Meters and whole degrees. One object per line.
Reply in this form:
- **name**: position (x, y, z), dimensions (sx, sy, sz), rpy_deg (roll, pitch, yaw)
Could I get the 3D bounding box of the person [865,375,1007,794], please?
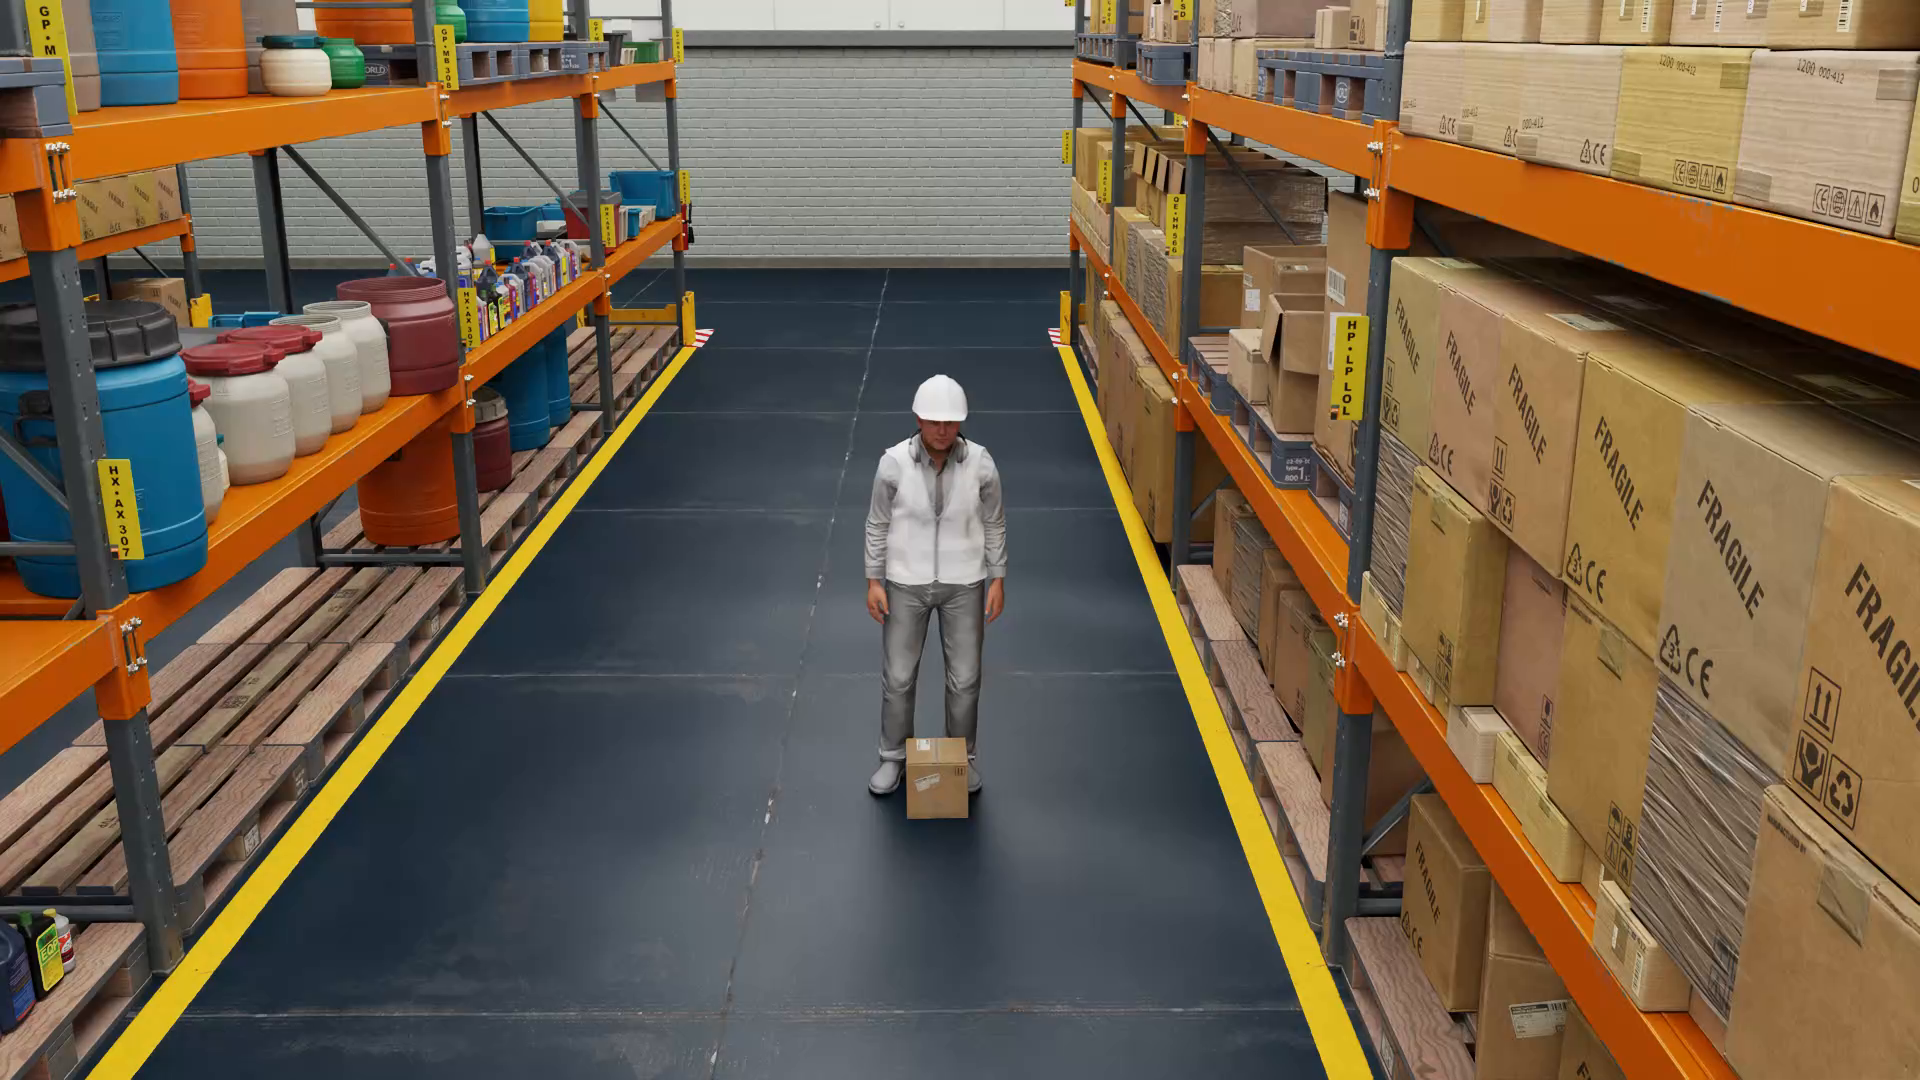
- **person**: position (-0.099, 0.181, 6.904), dimensions (0.590, 1.772, 0.459), rpy_deg (-1, 17, -3)
